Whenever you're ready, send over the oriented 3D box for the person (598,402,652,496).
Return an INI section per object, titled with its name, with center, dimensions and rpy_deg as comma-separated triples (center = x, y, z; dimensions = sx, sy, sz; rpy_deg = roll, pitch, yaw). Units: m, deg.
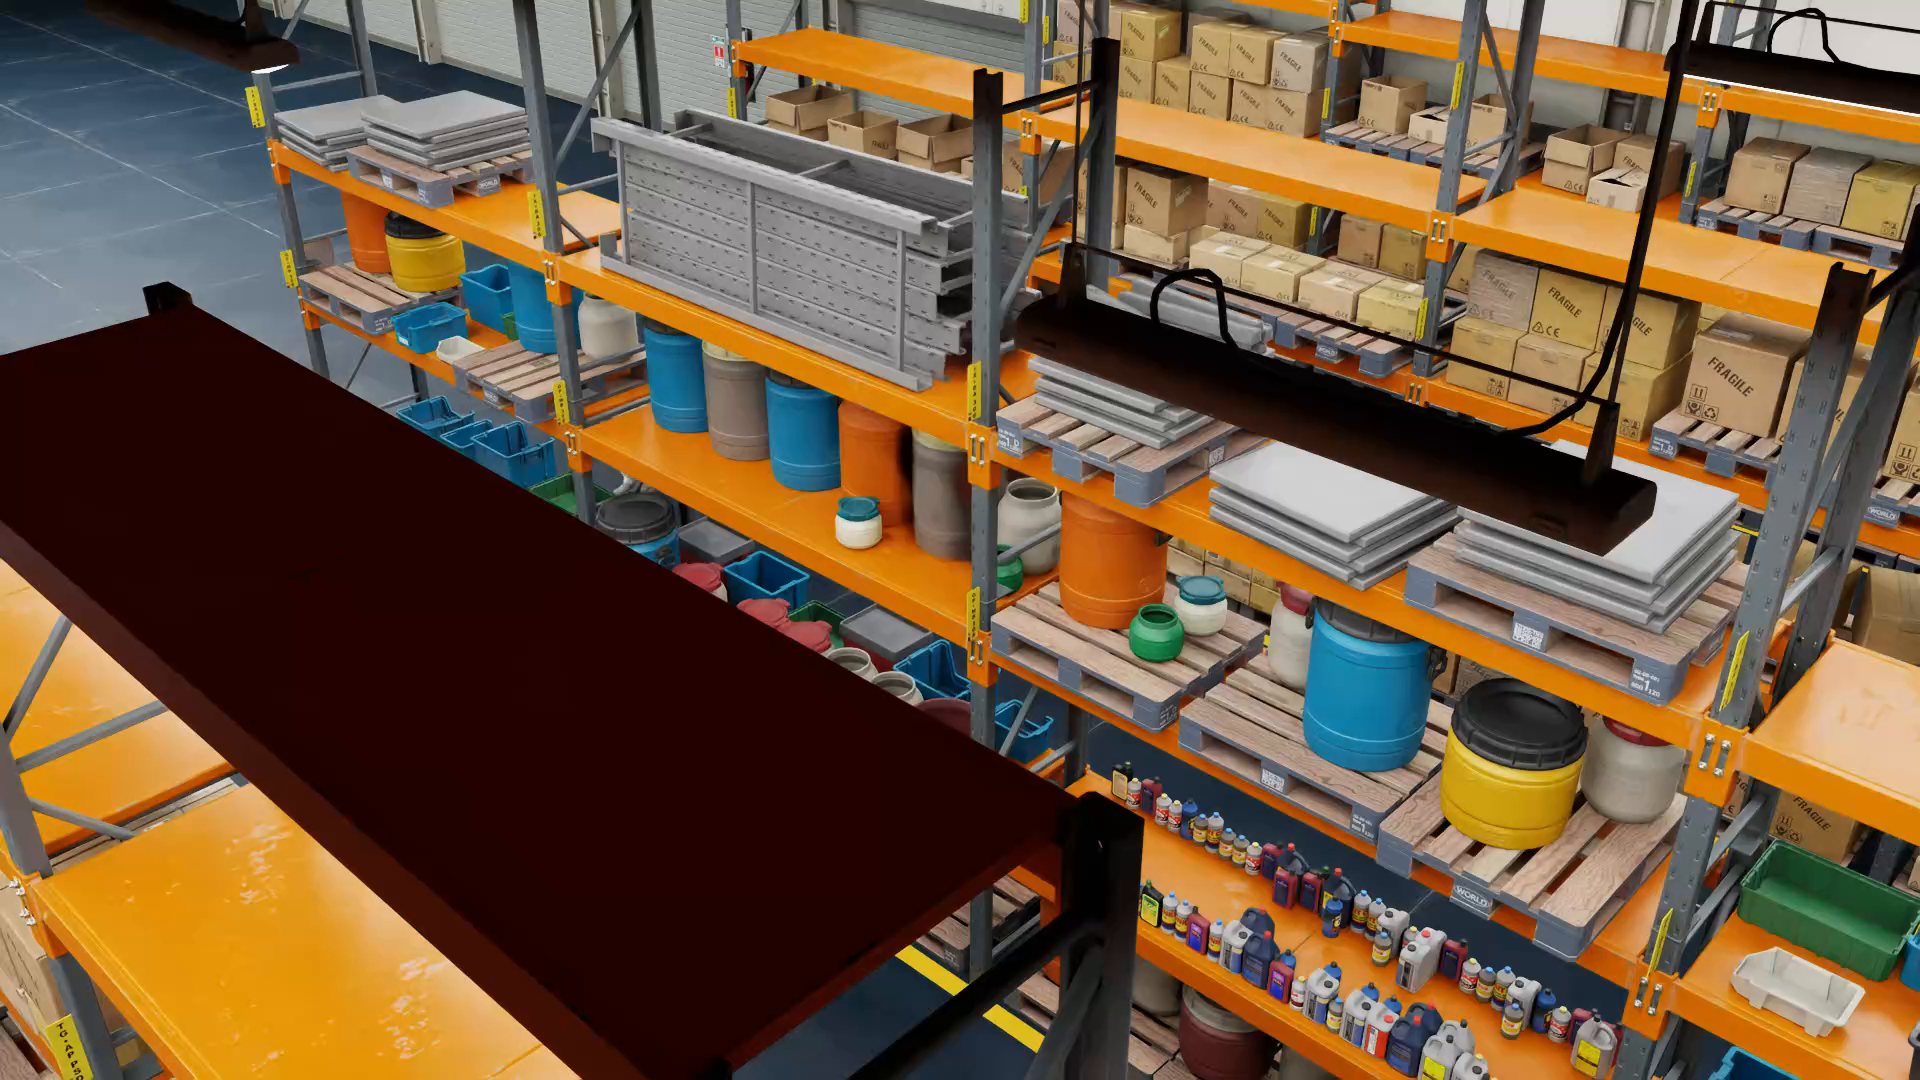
[person]
center = -3.350, -1.229, 16.680
dimensions = 0.559, 1.834, 0.415
rpy_deg = 20, 35, 31
